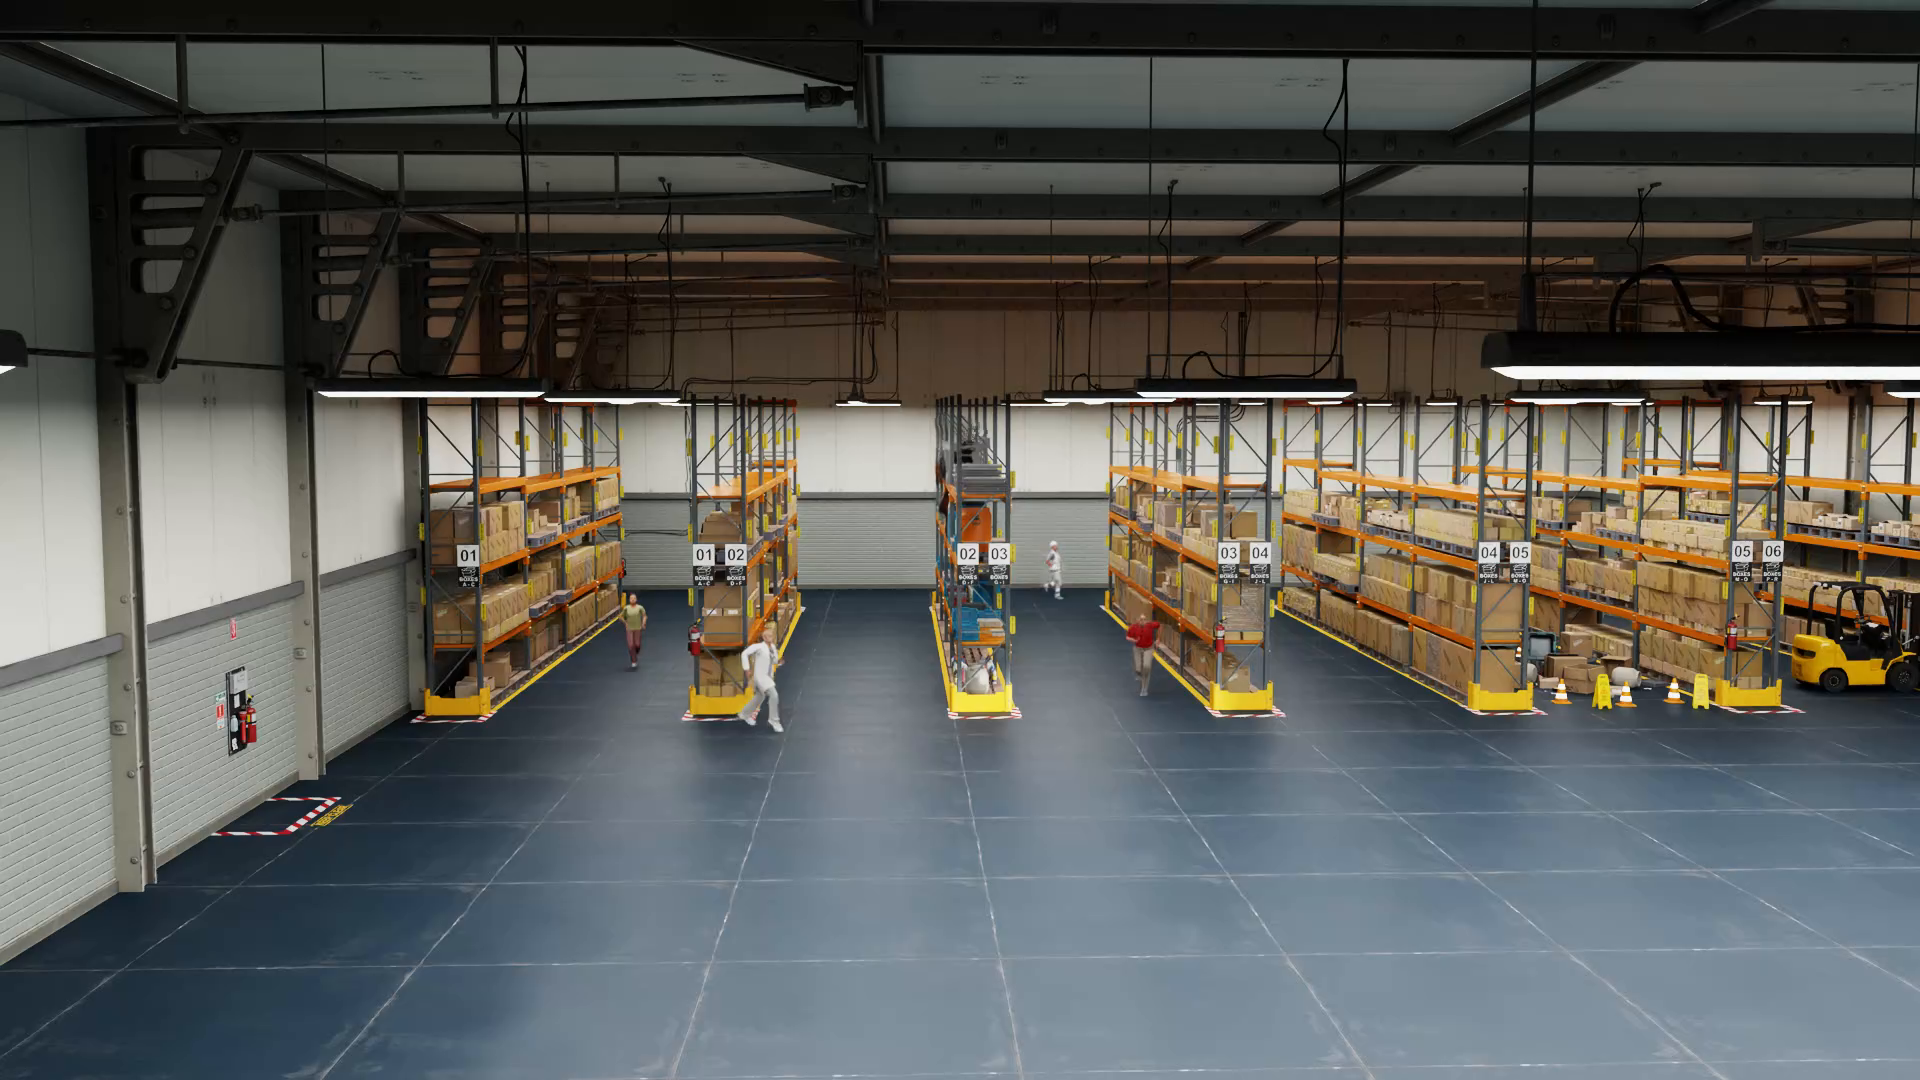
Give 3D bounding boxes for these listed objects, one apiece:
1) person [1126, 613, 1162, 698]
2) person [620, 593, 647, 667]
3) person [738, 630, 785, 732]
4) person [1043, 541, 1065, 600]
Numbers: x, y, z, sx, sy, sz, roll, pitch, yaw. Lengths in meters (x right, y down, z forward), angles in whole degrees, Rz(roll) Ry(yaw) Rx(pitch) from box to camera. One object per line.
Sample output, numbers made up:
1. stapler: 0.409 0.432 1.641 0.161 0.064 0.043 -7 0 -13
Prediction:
1. person: 3.683 2.274 33.301 0.704 1.704 1.016 1 5 7
2. person: -7.283 2.000 37.110 0.581 1.630 0.566 -1 5 -8
3. person: -3.564 2.510 29.706 0.944 1.832 0.740 2 5 25
4. person: 2.801 0.914 50.154 0.689 1.752 0.655 2 5 22
